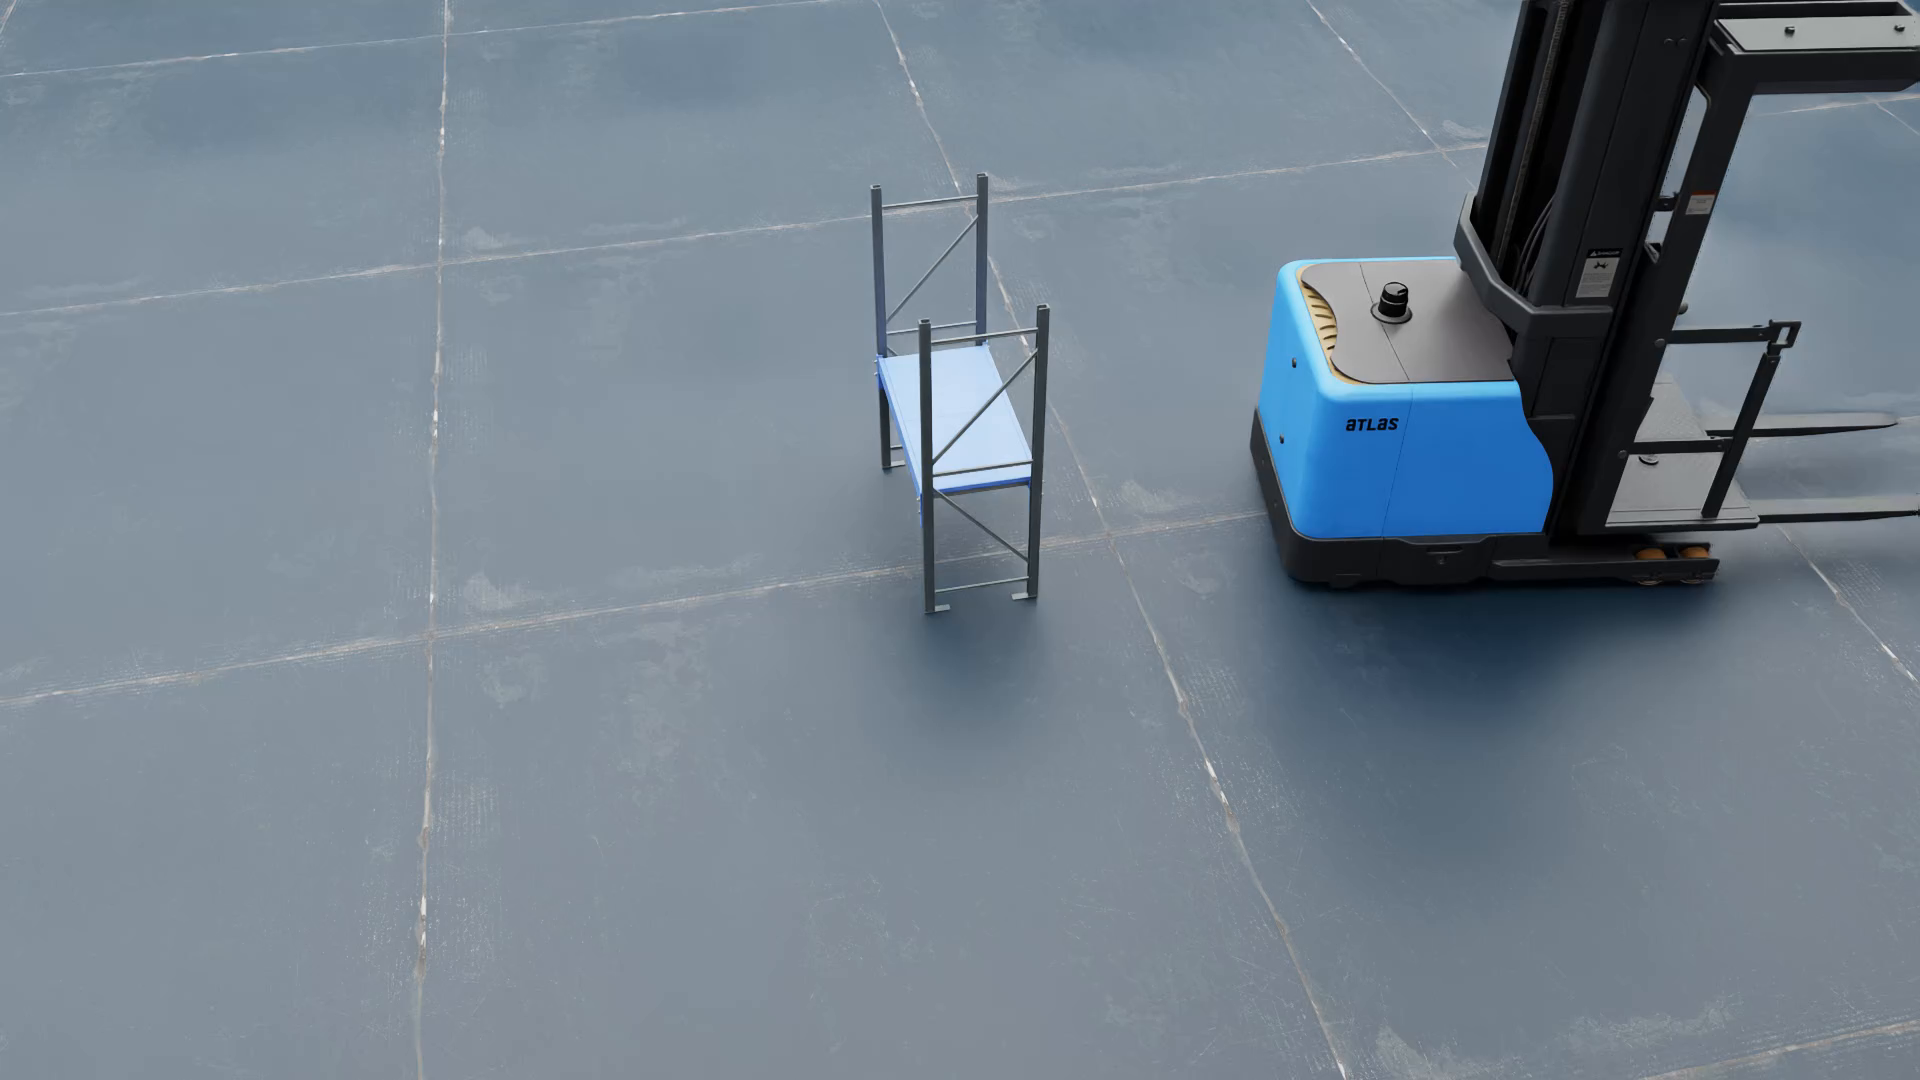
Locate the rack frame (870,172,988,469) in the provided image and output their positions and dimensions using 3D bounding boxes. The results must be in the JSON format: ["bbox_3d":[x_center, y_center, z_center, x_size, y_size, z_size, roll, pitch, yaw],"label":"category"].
[{"bbox_3d":[-0.128,-0.946,7.467,0.500,1.500,0.032,-8,42,-9],"label":"rack frame"}]

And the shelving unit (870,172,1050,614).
[{"bbox_3d":[-0.018,-0.616,7.096,0.538,1.500,1.048,-8,42,-9],"label":"shelving unit"}]

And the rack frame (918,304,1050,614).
[{"bbox_3d":[0.091,-0.287,6.725,0.500,1.500,0.032,-8,42,-9],"label":"rack frame"}]

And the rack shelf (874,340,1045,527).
[{"bbox_3d":[-0.018,-0.482,7.216,0.538,0.185,1.000,-8,42,-9],"label":"rack shelf"}]

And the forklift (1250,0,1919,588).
[{"bbox_3d":[2.913,-1.250,6.732,3.031,2.935,1.130,-2,42,-2],"label":"forklift"}]
